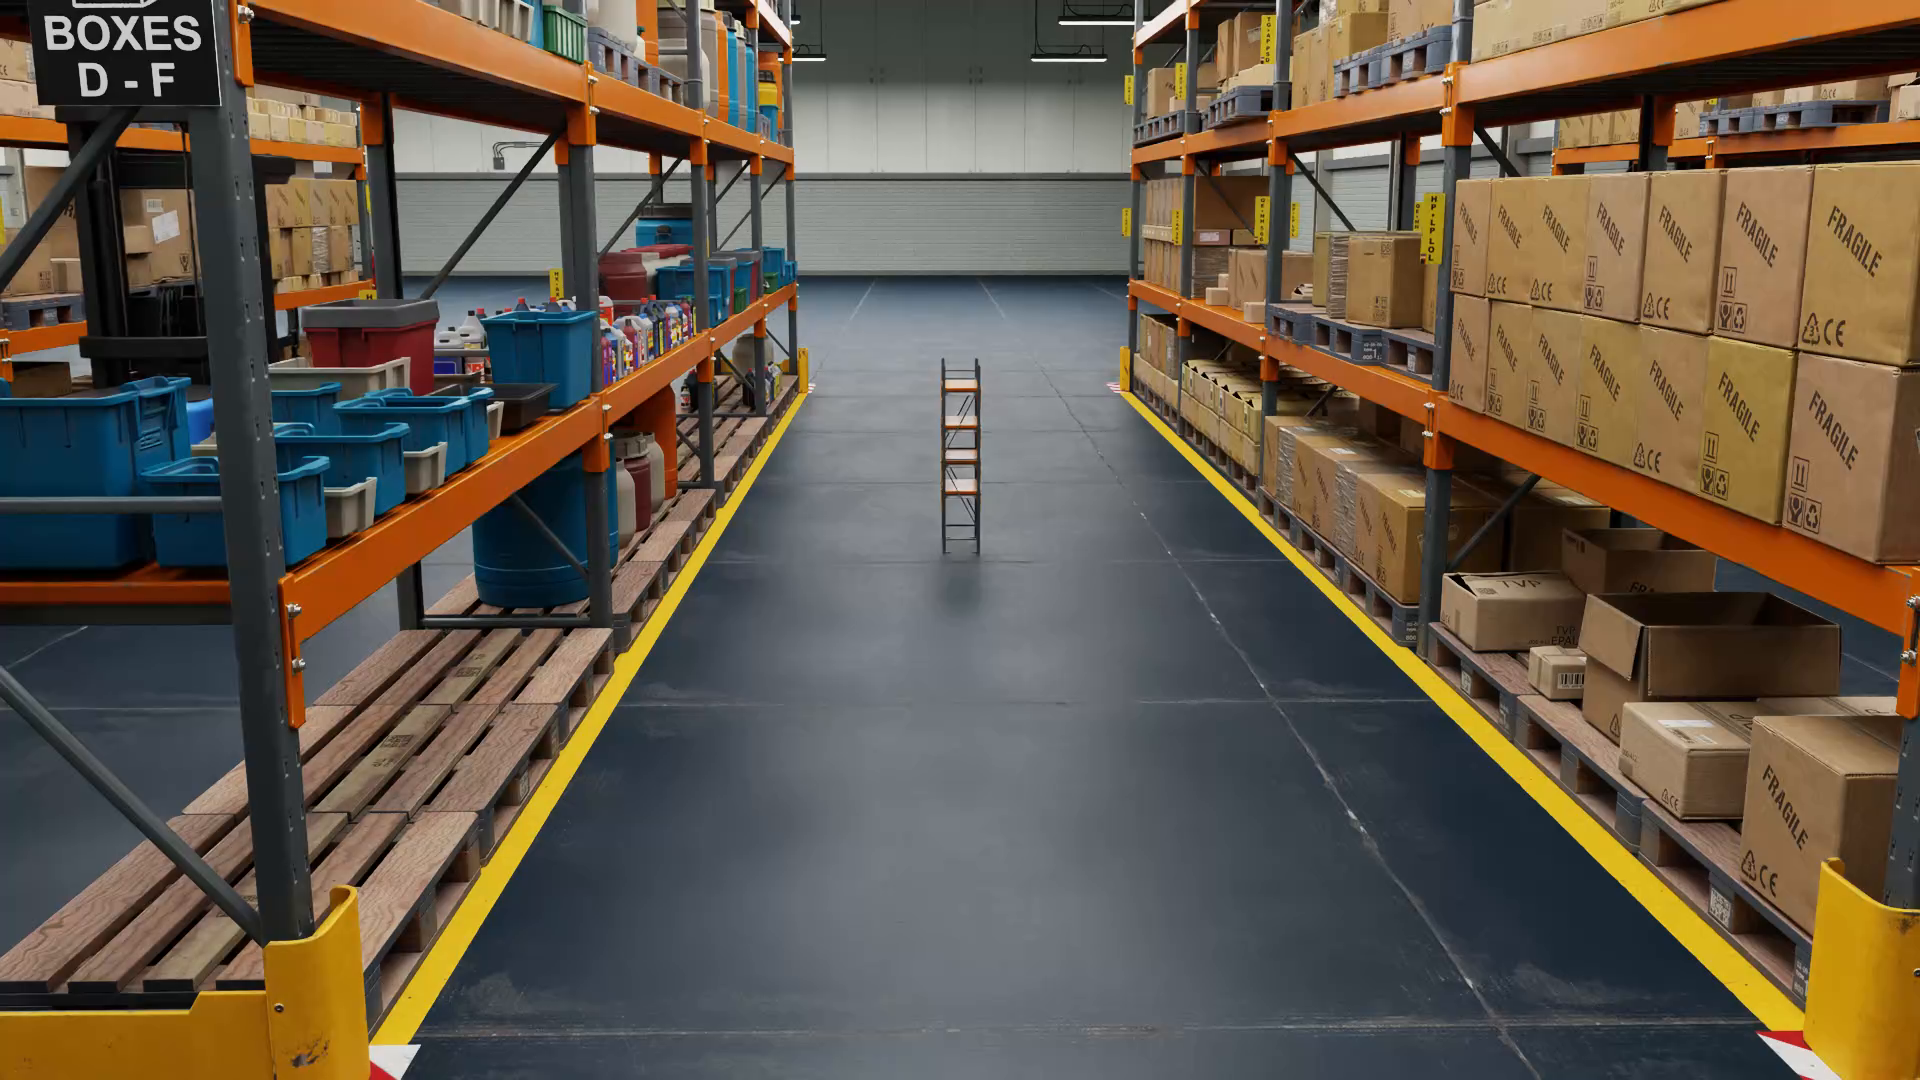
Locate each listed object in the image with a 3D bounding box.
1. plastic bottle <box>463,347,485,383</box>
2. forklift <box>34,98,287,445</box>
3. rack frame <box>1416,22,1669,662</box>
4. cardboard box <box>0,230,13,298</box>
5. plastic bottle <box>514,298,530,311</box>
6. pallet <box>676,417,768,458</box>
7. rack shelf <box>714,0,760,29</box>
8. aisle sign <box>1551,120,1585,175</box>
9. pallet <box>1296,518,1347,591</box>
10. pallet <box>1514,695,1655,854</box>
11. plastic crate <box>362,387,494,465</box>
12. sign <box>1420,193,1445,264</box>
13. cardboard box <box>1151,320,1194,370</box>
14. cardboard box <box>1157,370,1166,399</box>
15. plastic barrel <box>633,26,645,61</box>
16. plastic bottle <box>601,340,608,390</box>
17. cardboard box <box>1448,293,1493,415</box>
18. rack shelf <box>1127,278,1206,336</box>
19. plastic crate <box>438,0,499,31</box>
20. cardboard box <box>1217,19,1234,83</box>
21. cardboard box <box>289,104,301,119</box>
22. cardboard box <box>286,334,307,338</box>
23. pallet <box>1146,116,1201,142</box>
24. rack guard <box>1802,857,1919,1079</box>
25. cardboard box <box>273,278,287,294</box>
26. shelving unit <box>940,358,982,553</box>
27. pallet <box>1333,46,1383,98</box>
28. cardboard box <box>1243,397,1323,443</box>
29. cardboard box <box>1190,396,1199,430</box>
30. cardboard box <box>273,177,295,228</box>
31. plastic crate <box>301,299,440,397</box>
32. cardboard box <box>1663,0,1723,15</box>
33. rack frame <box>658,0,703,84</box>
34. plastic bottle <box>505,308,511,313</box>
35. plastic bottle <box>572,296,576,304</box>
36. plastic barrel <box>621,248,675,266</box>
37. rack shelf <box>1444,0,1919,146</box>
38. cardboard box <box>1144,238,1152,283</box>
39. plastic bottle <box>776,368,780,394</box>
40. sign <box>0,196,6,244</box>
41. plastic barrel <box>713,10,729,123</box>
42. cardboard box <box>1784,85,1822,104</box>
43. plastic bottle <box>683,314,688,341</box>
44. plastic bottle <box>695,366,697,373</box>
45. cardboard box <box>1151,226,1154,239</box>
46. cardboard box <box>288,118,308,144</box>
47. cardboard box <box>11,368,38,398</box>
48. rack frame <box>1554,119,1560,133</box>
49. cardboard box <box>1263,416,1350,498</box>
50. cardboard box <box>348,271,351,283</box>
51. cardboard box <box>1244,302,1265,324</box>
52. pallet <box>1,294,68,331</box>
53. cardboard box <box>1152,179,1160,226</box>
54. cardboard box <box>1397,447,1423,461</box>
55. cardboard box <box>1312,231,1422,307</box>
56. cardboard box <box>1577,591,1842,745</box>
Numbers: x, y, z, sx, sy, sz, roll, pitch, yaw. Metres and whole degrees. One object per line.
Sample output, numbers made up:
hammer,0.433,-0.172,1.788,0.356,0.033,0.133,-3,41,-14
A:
plastic bottle,-2.399,-0.852,8.212,0.097,0.201,0.097,0,11,0
forklift,-4.915,-1.394,10.559,1.130,2.935,3.031,-1,11,-4
rack frame,2.760,-0.887,7.889,1.000,3.000,0.127,0,11,-1
cardboard box,-7.278,-2.004,12.088,0.500,0.500,0.500,-2,12,-8
plastic bottle,-2.561,-1.244,9.770,0.144,0.351,0.185,0,11,-1
pallet,-2.302,-0.935,15.139,1.003,0.211,1.213,0,11,-1
rack shelf,-2.316,-4.452,13.186,1.077,0.370,4.000,0,11,-1
aisle sign,7.163,-4.581,19.556,0.394,0.787,0.004,0,11,-1
pallet,2.677,0.075,10.160,1.003,0.211,1.213,0,11,-1
pallet,2.802,0.859,6.295,1.003,0.211,1.213,0,11,-1
plastic crate,-1.819,-0.392,5.716,0.416,0.233,0.300,0,11,-1
sign,2.205,-1.452,7.759,0.100,0.325,0.005,0,11,-1
cardboard box,2.329,-2.093,17.804,0.500,0.500,0.500,0,11,-1
cardboard box,2.341,-1.626,17.388,0.500,0.250,0.500,0,11,-1
plastic barrel,-2.106,-3.058,10.337,0.301,0.262,0.301,0,11,0
plastic bottle,-1.773,-0.885,8.171,0.061,0.283,0.133,0,11,-1
cardboard box,2.498,-0.834,7.374,0.500,0.500,0.500,0,11,0
rack shelf,2.554,-2.523,17.758,1.077,0.370,4.000,0,11,-1
plastic crate,-1.847,-1.926,5.764,0.437,0.282,0.530,0,11,-1
cardboard box,2.568,-4.325,14.722,0.500,0.500,0.500,0,11,0
cardboard box,-7.095,-4.457,17.316,0.380,0.149,0.250,-1,11,-4
cardboard box,-7.396,-2.089,19.044,0.500,0.500,0.500,2,12,9
pallet,2.529,-4.316,17.465,1.003,0.211,1.213,0,11,-1
rack guard,2.841,1.118,4.292,1.175,0.500,0.348,0,11,-1
cardboard box,-7.017,-2.557,16.752,0.380,0.149,0.250,0,11,-1
shelving unit,0.003,-0.555,10.778,0.258,1.200,0.503,0,11,-1
pallet,2.792,-2.601,9.266,1.213,0.211,1.003,0,11,-1
cardboard box,2.421,-0.919,12.492,0.500,0.311,0.500,0,11,0
cardboard box,2.365,-1.153,15.058,0.500,0.250,0.500,0,11,0
cardboard box,-7.086,-3.412,16.817,0.500,0.500,0.500,0,11,-1
plastic crate,-2.424,-0.750,6.900,0.402,0.464,0.583,0,11,-1
cardboard box,2.546,-1.789,5.164,0.500,0.250,0.500,0,11,-1
rack frame,-2.275,-4.603,11.115,1.000,3.000,0.127,0,11,-1
plastic bottle,-2.398,-1.062,8.875,0.144,0.351,0.185,0,11,-1
plastic bottle,-2.589,-1.515,11.293,0.152,0.276,0.135,0,11,-1
plastic barrel,-2.533,-2.102,13.532,0.433,0.535,0.433,0,11,0
rack shelf,2.802,-1.607,5.702,1.077,0.370,4.000,0,11,-1
cardboard box,2.509,-3.229,19.179,0.700,0.500,0.500,0,11,-1
plastic bottle,-1.983,-1.693,17.603,0.152,0.276,0.135,-1,11,-3
sign,-6.672,-2.213,11.510,0.100,0.325,0.005,0,11,-1
plastic barrel,-2.088,-3.638,12.820,0.600,0.830,0.708,0,11,-1
cardboard box,7.491,-3.899,14.359,0.500,0.311,0.500,0,11,1
plastic bottle,-1.851,-1.418,11.004,0.097,0.201,0.097,0,11,0
plastic bottle,-2.670,-1.605,16.980,0.144,0.351,0.185,0,11,-2
cardboard box,2.320,-3.409,18.433,0.380,0.149,0.250,0,11,-2
cardboard box,-7.097,-4.233,17.215,0.500,0.250,0.500,0,11,-2
cardboard box,-7.271,-1.134,12.397,0.500,0.250,0.500,0,11,1
rack frame,7.465,-6.234,19.154,1.000,3.000,0.127,0,11,-1
cardboard box,2.401,-0.581,11.561,0.500,0.500,0.500,0,11,1
cardboard box,-7.175,-3.004,18.954,0.380,0.149,0.250,0,11,-1
cardboard box,2.383,-1.737,12.708,0.380,0.149,0.250,0,11,-1
pallet,-7.348,-1.690,12.326,1.213,0.211,1.003,0,11,-1
cardboard box,2.526,-3.750,18.483,0.700,0.500,0.500,-1,11,-3
cardboard box,2.959,-0.281,10.080,0.500,0.500,0.500,-1,11,-3
cardboard box,2.803,-1.813,11.141,0.700,0.500,0.500,-4,12,-20
cardboard box,2.804,0.494,6.252,0.797,0.503,0.637,0,11,-1
